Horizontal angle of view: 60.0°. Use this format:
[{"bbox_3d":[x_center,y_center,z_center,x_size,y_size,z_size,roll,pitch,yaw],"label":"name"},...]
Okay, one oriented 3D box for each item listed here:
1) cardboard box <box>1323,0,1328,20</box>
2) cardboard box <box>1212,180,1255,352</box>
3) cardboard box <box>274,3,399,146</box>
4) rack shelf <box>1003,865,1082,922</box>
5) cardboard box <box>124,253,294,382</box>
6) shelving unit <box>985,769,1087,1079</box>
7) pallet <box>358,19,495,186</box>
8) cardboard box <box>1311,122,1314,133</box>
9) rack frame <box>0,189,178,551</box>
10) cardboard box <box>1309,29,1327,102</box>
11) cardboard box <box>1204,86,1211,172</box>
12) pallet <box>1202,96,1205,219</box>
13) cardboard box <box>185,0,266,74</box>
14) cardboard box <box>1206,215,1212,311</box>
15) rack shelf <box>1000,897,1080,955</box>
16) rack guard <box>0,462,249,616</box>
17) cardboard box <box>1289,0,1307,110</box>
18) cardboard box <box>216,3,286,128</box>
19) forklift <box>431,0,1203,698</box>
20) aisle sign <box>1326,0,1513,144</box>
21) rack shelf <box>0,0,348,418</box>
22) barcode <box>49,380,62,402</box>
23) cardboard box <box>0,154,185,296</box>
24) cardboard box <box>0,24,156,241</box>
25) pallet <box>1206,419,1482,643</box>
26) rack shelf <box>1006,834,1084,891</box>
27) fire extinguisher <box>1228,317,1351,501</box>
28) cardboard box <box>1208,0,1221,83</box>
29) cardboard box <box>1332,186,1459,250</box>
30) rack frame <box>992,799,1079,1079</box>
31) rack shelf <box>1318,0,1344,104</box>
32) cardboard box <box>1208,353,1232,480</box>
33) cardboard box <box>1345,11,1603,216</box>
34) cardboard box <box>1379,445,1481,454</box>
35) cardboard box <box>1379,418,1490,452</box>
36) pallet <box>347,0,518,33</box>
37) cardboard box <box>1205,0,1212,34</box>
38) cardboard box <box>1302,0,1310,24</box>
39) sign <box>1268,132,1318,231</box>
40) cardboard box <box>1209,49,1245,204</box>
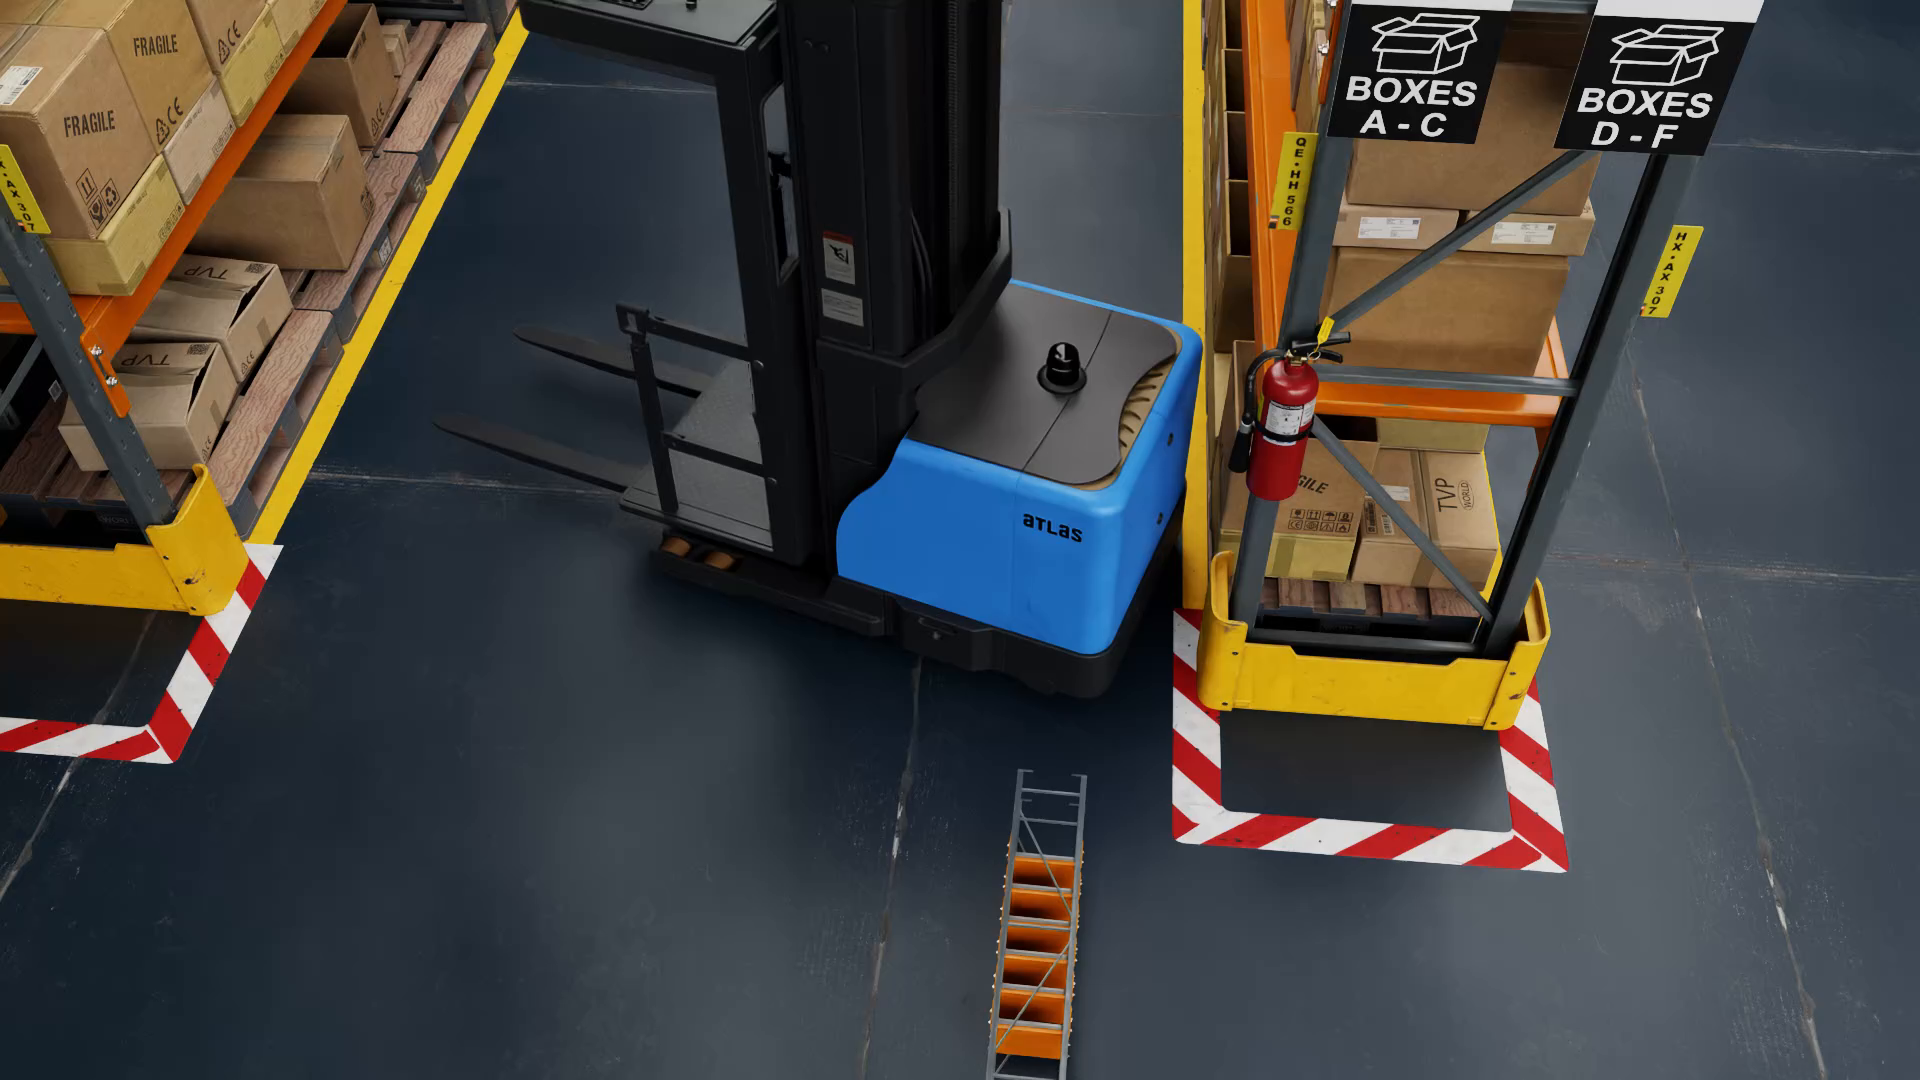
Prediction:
[{"bbox_3d":[1.630,-2.102,5.693,0.700,0.500,0.500,4,48,4],"label":"cardboard box"},{"bbox_3d":[1.311,-1.109,6.802,0.500,0.500,0.500,4,48,4],"label":"cardboard box"},{"bbox_3d":[-3.141,-2.302,8.218,0.500,0.500,0.500,1,48,1],"label":"cardboard box"},{"bbox_3d":[0.273,1.186,5.534,0.258,0.180,0.103,5,48,4],"label":"rack shelf"},{"bbox_3d":[-3.246,-0.985,7.142,0.500,0.311,0.500,7,48,7],"label":"cardboard box"},{"bbox_3d":[0.255,1.306,5.424,0.258,0.189,1.200,5,48,4],"label":"shelving unit"},{"bbox_3d":[-3.112,-2.325,8.733,1.003,0.211,1.213,4,48,4],"label":"pallet"},{"bbox_3d":[1.581,-1.254,5.797,0.700,0.500,0.500,5,48,5],"label":"cardboard box"},{"bbox_3d":[-3.451,-0.823,5.470,1.000,3.000,0.127,4,48,4],"label":"rack frame"},{"bbox_3d":[1.398,-1.604,5.677,0.380,0.149,0.250,4,48,4],"label":"cardboard box"},{"bbox_3d":[1.452,-1.958,8.087,0.500,0.250,0.500,4,48,4],"label":"cardboard box"},{"bbox_3d":[1.733,-1.909,8.353,1.003,0.211,1.213,4,48,4],"label":"pallet"},{"bbox_3d":[-3.000,-2.104,6.222,0.500,0.500,0.500,2,48,2],"label":"cardboard box"},{"bbox_3d":[1.362,-1.223,7.415,0.500,0.250,0.500,4,48,4],"label":"cardboard box"},{"bbox_3d":[0.259,1.274,5.454,0.258,0.180,0.103,5,48,4],"label":"rack shelf"},{"bbox_3d":[-3.444,-0.035,6.443,1.175,0.500,0.348,4,48,4],"label":"rack guard"},{"bbox_3d":[1.676,-2.006,6.484,0.700,0.500,0.500,5,48,5],"label":"cardboard box"},{"bbox_3d":[-3.005,-1.873,6.518,0.500,0.250,0.500,3,48,3],"label":"cardboard box"},{"bbox_3d":[-0.674,-1.125,5.793,3.031,2.935,1.130,17,50,15],"label":"forklift"},{"bbox_3d":[1.184,-1.341,4.182,0.394,0.787,0.004,4,48,4],"label":"aisle sign"},{"bbox_3d":[-3.269,-2.050,7.079,1.077,0.370,4.000,4,48,4],"label":"rack shelf"},{"bbox_3d":[-3.695,-0.609,6.792,0.001,0.075,0.075,4,48,4],"label":"barcode"},{"bbox_3d":[-3.090,-1.116,5.826,0.500,0.250,0.500,3,48,2],"label":"cardboard box"},{"bbox_3d":[-3.108,-1.363,5.543,0.500,0.500,0.500,4,48,4],"label":"cardboard box"},{"bbox_3d":[1.510,-0.116,6.713,1.003,0.211,1.213,4,48,4],"label":"pallet"},{"bbox_3d":[0.286,1.098,5.615,0.258,0.180,0.103,5,48,4],"label":"rack shelf"},{"bbox_3d":[1.009,-0.411,5.145,0.296,0.674,0.183,4,48,4],"label":"fire extinguisher"},{"bbox_3d":[1.493,-2.579,8.146,0.500,0.500,0.500,4,48,4],"label":"cardboard box"},{"bbox_3d":[1.327,-1.039,5.160,0.380,0.149,0.250,3,48,3],"label":"cardboard box"},{"bbox_3d":[0.255,1.368,5.492,0.240,0.006,1.200,5,48,4],"label":"rack frame"},{"bbox_3d":[1.665,-2.732,5.670,1.077,0.370,4.000,4,48,4],"label":"rack shelf"},{"bbox_3d":[1.271,-0.488,6.743,0.500,0.250,0.500,4,48,4],"label":"cardboard box"},{"bbox_3d":[1.542,-1.345,5.000,0.700,0.500,0.500,4,48,4],"label":"cardboard box"},{"bbox_3d":[1.795,-0.453,6.710,0.500,0.250,0.500,4,48,4],"label":"cardboard box"},{"bbox_3d":[1.796,-0.706,6.433,0.500,0.500,0.500,4,48,4],"label":"cardboard box"},{"bbox_3d":[-3.017,-3.393,9.710,1.003,0.211,1.213,4,48,4],"label":"pallet"},{"bbox_3d":[1.596,-2.970,9.012,0.500,0.250,0.500,3,48,3],"label":"cardboard box"},{"bbox_3d":[1.444,-1.990,6.030,0.380,0.149,0.250,5,48,5],"label":"cardboard box"},{"bbox_3d":[0.943,-1.010,4.696,0.100,0.325,0.005,4,48,4],"label":"sign"},{"bbox_3d":[1.402,-1.844,7.474,0.500,0.500,0.500,4,48,4],"label":"cardboard box"}]
